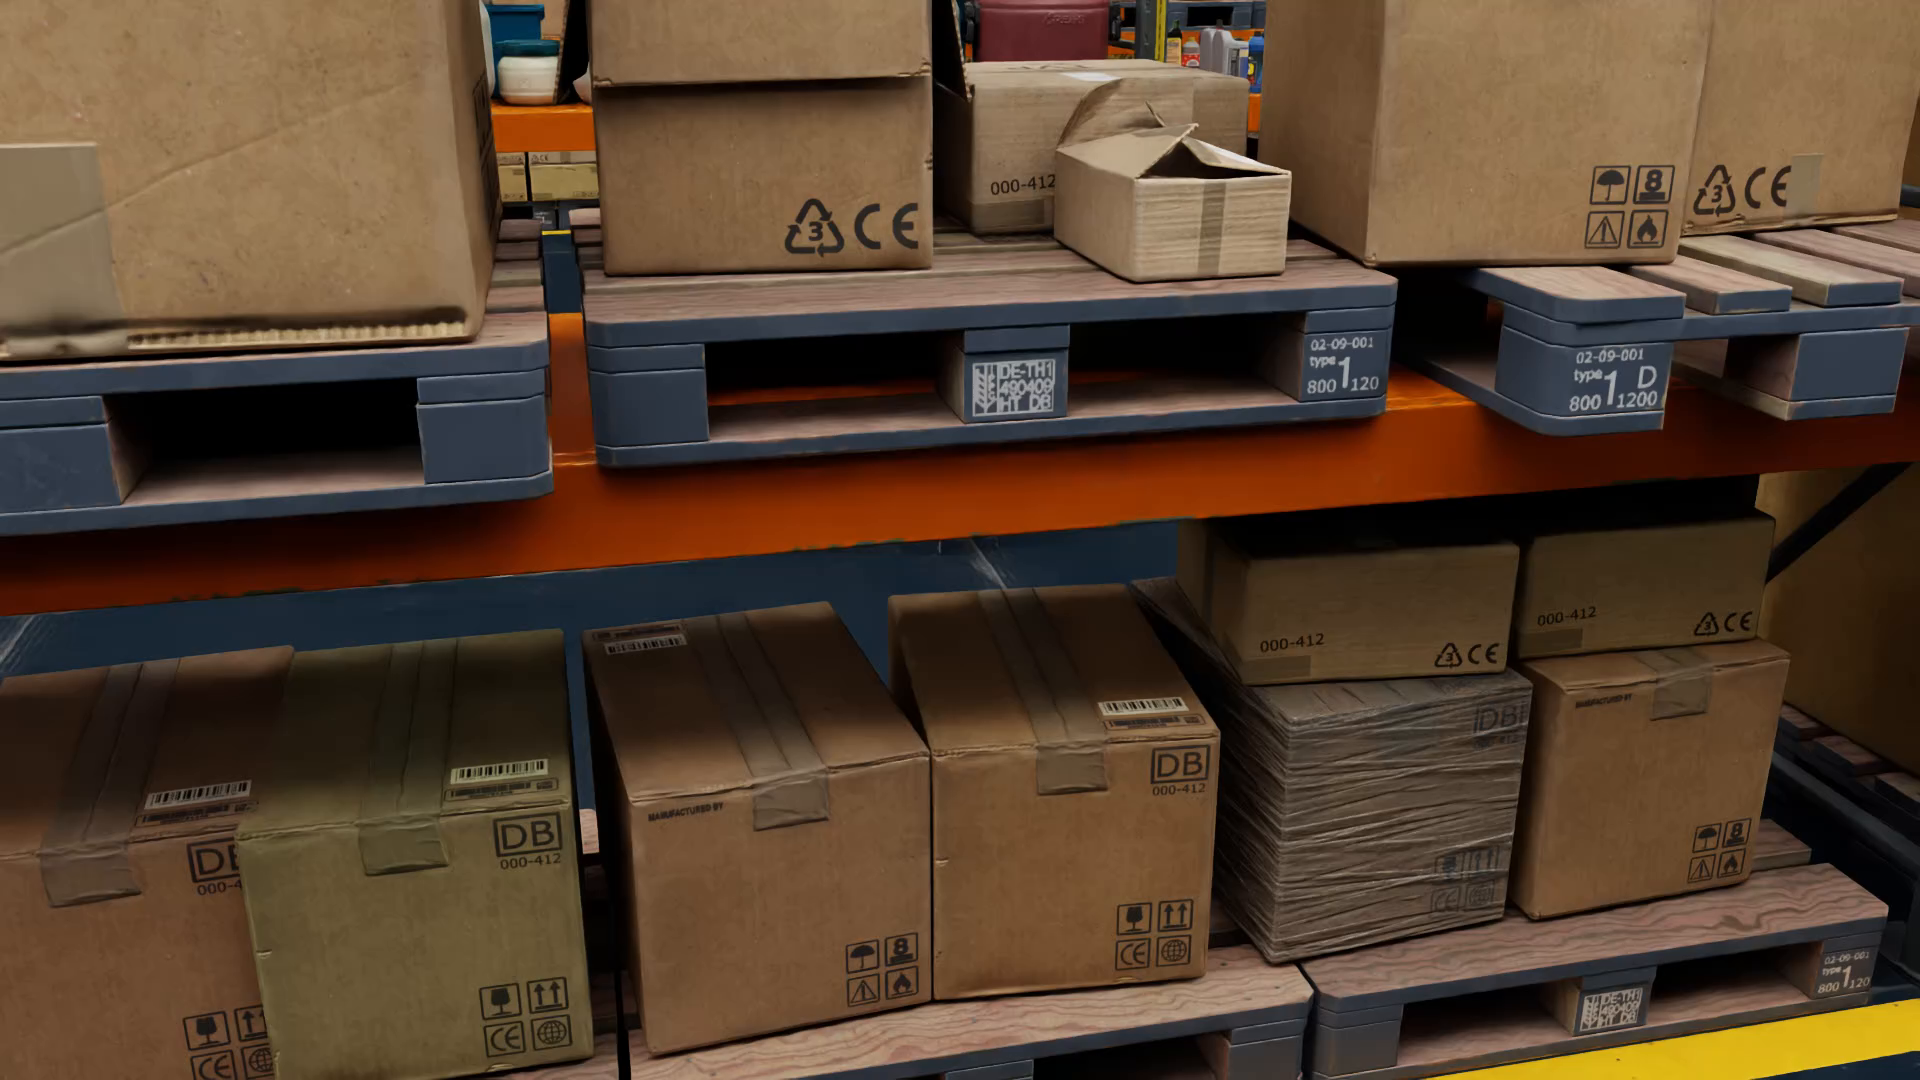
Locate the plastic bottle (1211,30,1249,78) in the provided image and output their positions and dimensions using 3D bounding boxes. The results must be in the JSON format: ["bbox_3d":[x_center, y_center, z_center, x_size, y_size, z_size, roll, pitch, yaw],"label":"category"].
[{"bbox_3d":[1.239,-2.195,7.627,0.135,0.276,0.152,-5,21,-12],"label":"plastic bottle"}]

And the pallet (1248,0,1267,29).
[{"bbox_3d":[2.697,-4.186,13.159,1.213,0.211,1.003,-5,21,-12],"label":"pallet"}]

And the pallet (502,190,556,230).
[{"bbox_3d":[-3.577,-2.431,12.145,1.213,0.211,1.003,-5,21,-12],"label":"pallet"}]

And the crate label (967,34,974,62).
[{"bbox_3d":[0.247,-2.341,8.088,0.416,0.233,0.303,-5,21,-12],"label":"crate label"}]

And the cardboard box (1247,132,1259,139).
[{"bbox_3d":[2.115,-3.125,12.978,0.500,0.500,0.500,-4,21,-12],"label":"cardboard box"}]

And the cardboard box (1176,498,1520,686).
[{"bbox_3d":[0.724,0.054,3.211,0.500,0.250,0.500,-2,20,-6],"label":"cardboard box"}]

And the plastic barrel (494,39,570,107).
[{"bbox_3d":[-1.826,-1.999,7.113,0.301,0.262,0.301,0,20,0],"label":"plastic barrel"}]

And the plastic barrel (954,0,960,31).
[{"bbox_3d":[-0.208,-2.227,7.371,0.421,0.512,0.421,0,20,0],"label":"plastic barrel"}]

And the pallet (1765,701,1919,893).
[{"bbox_3d":[2.668,0.603,3.863,1.213,0.211,1.003,-5,21,-12],"label":"pallet"}]

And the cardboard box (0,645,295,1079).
[{"bbox_3d":[-1.407,0.573,2.885,0.500,0.500,0.700,-6,21,-17],"label":"cardboard box"}]

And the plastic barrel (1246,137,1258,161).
[{"bbox_3d":[1.216,-1.550,8.230,0.708,0.830,0.600,-5,21,-12],"label":"plastic barrel"}]

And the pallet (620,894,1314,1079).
[{"bbox_3d":[-0.062,0.796,3.334,1.213,0.211,1.003,-5,21,-12],"label":"pallet"}]

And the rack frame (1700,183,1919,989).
[{"bbox_3d":[1.883,-0.670,3.282,0.127,3.000,1.000,-5,21,-12],"label":"rack frame"}]

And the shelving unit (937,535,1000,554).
[{"bbox_3d":[0.008,-0.423,5.662,0.210,0.900,0.258,-5,21,-12],"label":"shelving unit"}]

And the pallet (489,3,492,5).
[{"bbox_3d":[-4.652,-5.249,16.062,1.213,0.211,1.003,-5,21,-12],"label":"pallet"}]

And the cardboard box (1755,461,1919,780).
[{"bbox_3d":[2.560,0.083,3.705,0.875,0.875,1.225,-6,21,-15],"label":"cardboard box"}]

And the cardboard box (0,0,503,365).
[{"bbox_3d":[-1.204,-0.848,2.286,1.000,1.000,1.000,-5,21,-12],"label":"cardboard box"}]

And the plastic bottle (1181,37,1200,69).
[{"bbox_3d":[1.156,-2.412,8.327,0.097,0.201,0.097,0,20,0],"label":"plastic bottle"}]

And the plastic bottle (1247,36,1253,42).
[{"bbox_3d":[1.475,-2.438,8.398,0.097,0.201,0.097,0,20,0],"label":"plastic bottle"}]

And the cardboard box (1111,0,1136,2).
[{"bbox_3d":[1.128,-4.326,12.508,0.500,0.500,0.700,-1,20,-2],"label":"cardboard box"}]

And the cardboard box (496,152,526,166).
[{"bbox_3d":[-3.337,-2.826,11.740,0.500,0.311,0.500,-5,21,-13],"label":"cardboard box"}]

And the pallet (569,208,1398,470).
[{"bbox_3d":[-0.034,-0.409,2.850,1.213,0.211,1.003,-5,21,-12],"label":"pallet"}]

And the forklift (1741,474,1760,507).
[{"bbox_3d":[3.589,-1.564,5.823,3.031,2.935,1.130,-3,20,-8],"label":"forklift"}]

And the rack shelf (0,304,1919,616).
[{"bbox_3d":[-0.063,-0.174,2.973,4.000,0.370,1.077,-5,21,-12],"label":"rack shelf"}]

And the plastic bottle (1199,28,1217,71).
[{"bbox_3d":[1.204,-2.246,7.766,0.135,0.276,0.152,-5,21,-12],"label":"plastic bottle"}]

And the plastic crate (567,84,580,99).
[{"bbox_3d":[-1.519,-2.144,7.614,0.662,0.188,0.450,-5,21,-12],"label":"plastic crate"}]

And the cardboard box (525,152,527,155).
[{"bbox_3d":[-3.452,-3.010,12.242,0.500,0.311,0.500,-4,21,-11],"label":"cardboard box"}]

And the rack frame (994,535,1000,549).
[{"bbox_3d":[0.107,-0.431,5.684,0.006,0.900,0.240,-5,21,-12],"label":"rack frame"}]

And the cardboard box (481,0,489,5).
[{"bbox_3d":[-3.472,-3.737,11.851,0.258,0.266,0.396,-5,21,-14],"label":"cardboard box"}]

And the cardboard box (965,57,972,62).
[{"bbox_3d":[0.064,-4.913,17.381,0.750,0.750,0.750,-5,21,-13],"label":"cardboard box"}]

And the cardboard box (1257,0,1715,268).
[{"bbox_3d":[0.847,-0.780,2.827,0.500,0.500,0.700,-2,20,-4],"label":"cardboard box"}]

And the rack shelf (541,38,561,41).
[{"bbox_3d":[-2.339,-3.490,12.026,4.000,0.370,1.077,-5,21,-12],"label":"rack shelf"}]

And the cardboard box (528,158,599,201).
[{"bbox_3d":[-2.835,-2.606,11.956,0.500,0.250,0.500,-5,21,-14],"label":"cardboard box"}]

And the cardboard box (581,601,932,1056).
[{"bbox_3d":[-0.394,0.497,3.092,0.500,0.500,0.700,-6,21,-17],"label":"cardboard box"}]

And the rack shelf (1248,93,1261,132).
[{"bbox_3d":[2.690,-2.148,8.364,4.000,0.370,1.077,-5,21,-12],"label":"rack shelf"}]

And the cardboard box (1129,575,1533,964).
[{"bbox_3d":[0.699,0.405,3.341,0.500,0.500,0.700,-6,21,-17],"label":"cardboard box"}]

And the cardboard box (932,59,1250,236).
[{"bbox_3d":[0.199,-0.741,3.083,0.500,0.250,0.500,-5,21,-14],"label":"cardboard box"}]

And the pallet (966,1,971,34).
[{"bbox_3d":[0.251,-3.973,12.578,1.003,0.211,1.213,-5,21,-12],"label":"pallet"}]
